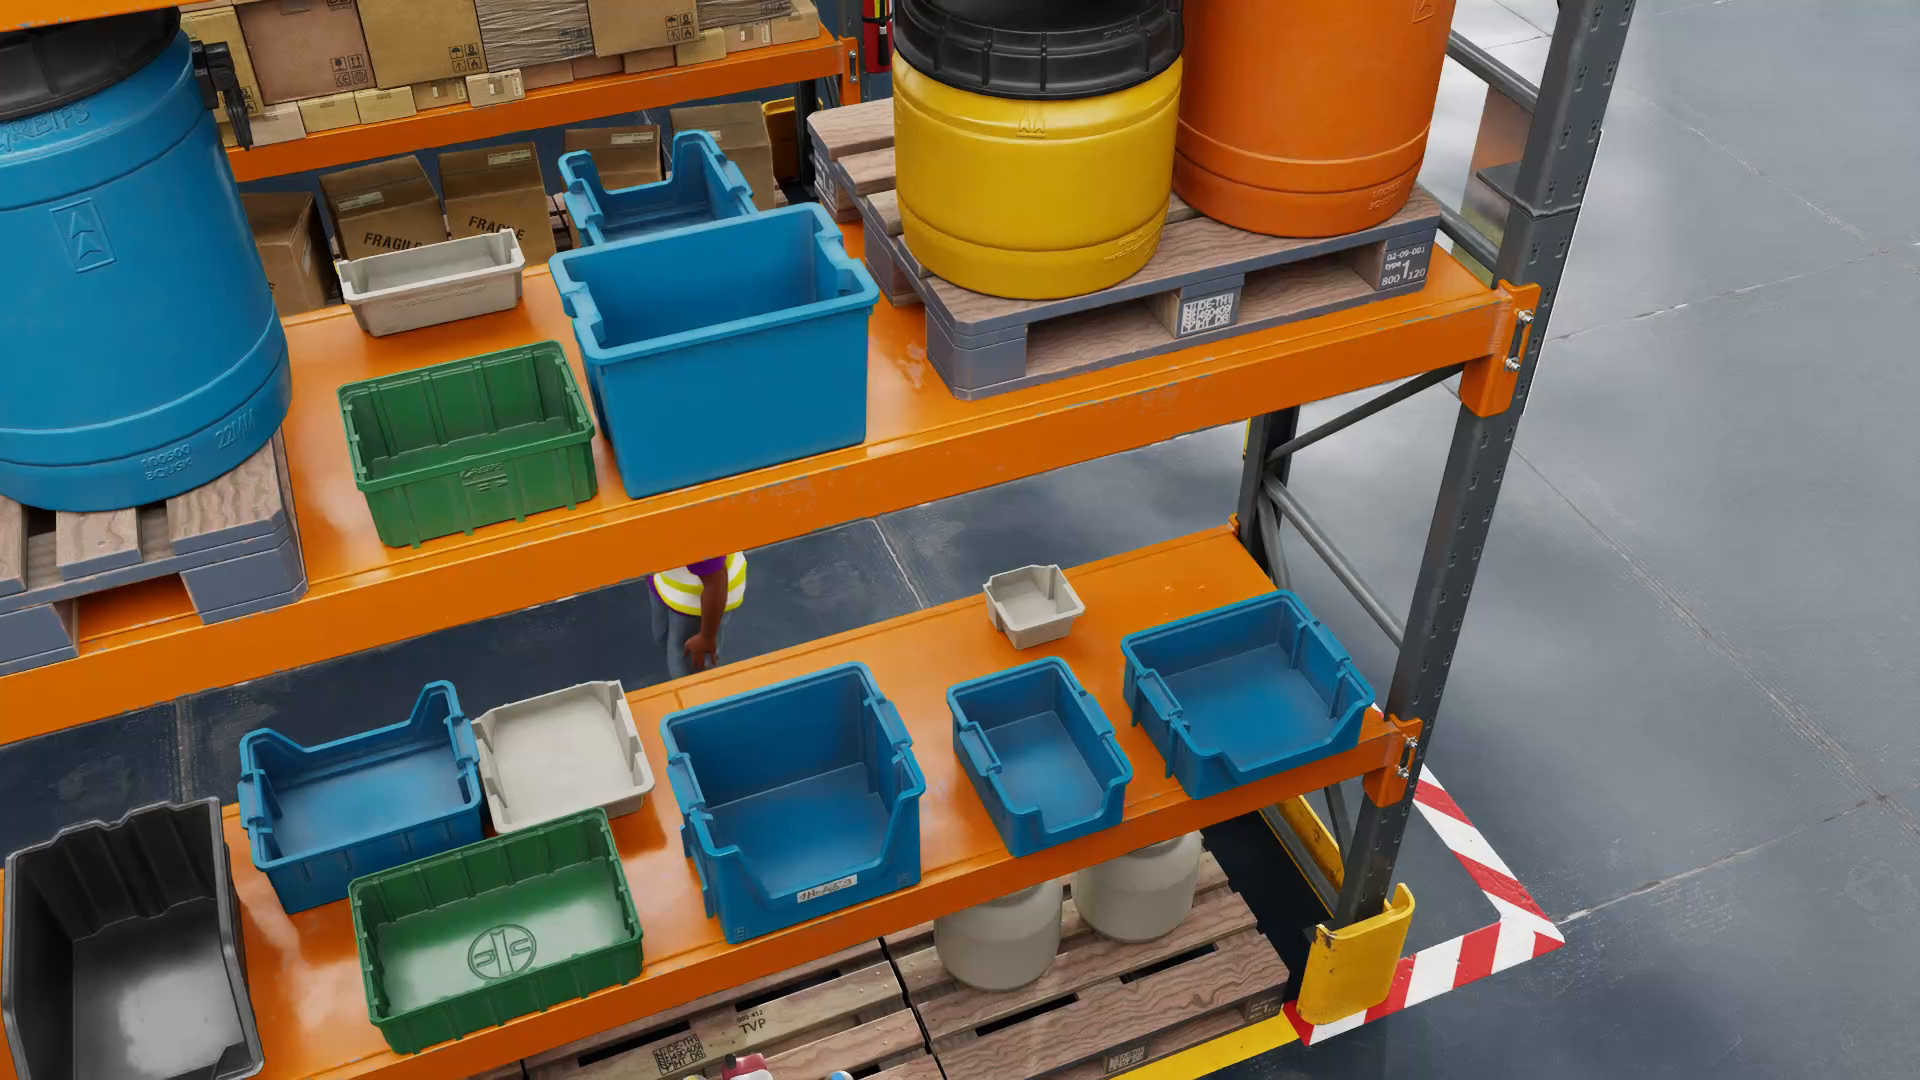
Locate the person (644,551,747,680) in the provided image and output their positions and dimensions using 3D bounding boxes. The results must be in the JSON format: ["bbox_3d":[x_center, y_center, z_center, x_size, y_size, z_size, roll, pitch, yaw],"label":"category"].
[{"bbox_3d":[-1.007,0.169,5.955,0.460,1.760,0.634,-18,45,-19],"label":"person"}]
